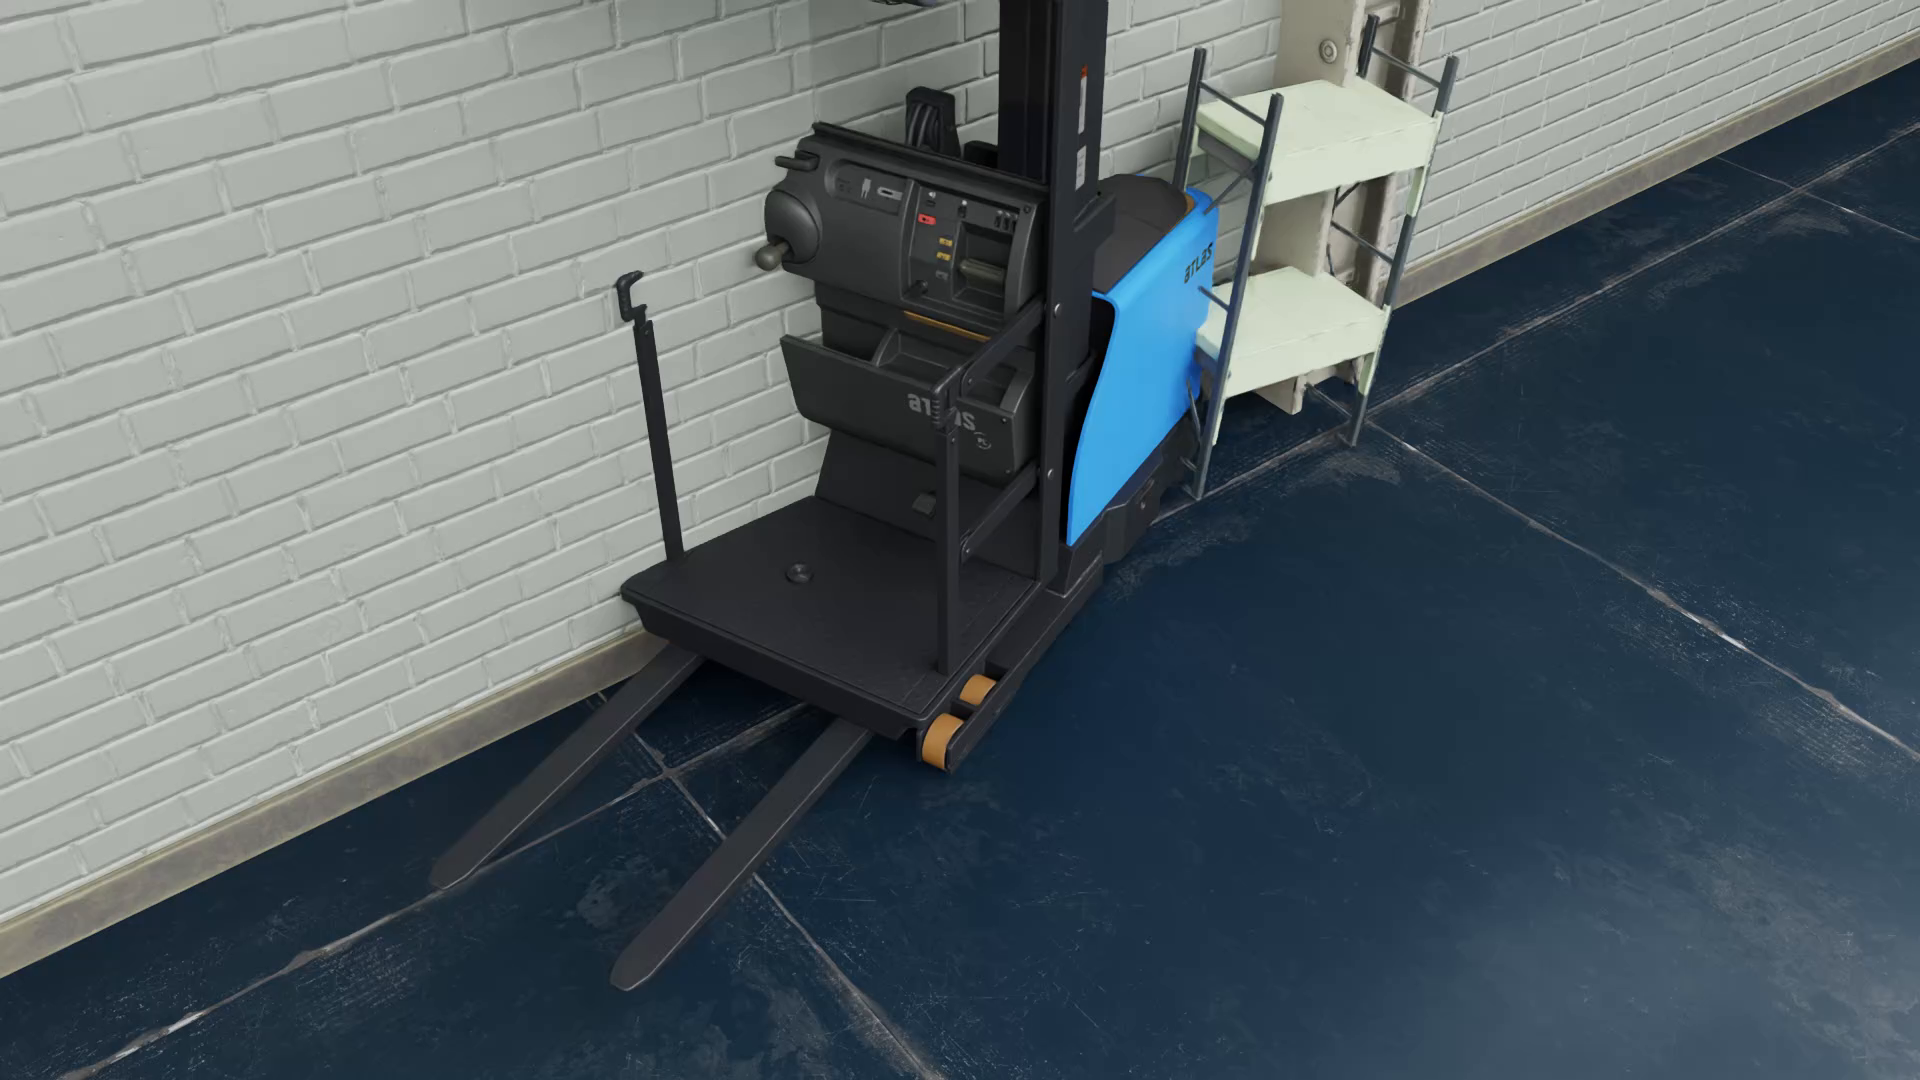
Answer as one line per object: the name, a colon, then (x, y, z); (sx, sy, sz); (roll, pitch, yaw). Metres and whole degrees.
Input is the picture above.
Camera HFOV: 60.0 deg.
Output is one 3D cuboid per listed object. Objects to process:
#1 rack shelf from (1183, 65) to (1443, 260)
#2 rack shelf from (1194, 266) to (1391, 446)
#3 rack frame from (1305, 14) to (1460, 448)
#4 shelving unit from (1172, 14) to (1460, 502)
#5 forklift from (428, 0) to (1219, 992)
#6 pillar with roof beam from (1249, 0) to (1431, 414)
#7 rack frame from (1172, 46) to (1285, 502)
rack shelf: (1.127, -1.241, 5.421); (0.720, 0.370, 0.431); (-18, 44, -27)
rack shelf: (1.074, -0.683, 5.866); (0.720, 0.370, 0.431); (-18, 44, -27)
rack frame: (1.408, -1.041, 5.830); (0.023, 1.500, 0.400); (-18, 44, -27)
shelving unit: (1.098, -0.937, 5.664); (0.755, 1.500, 0.431); (-18, 44, -27)
forklift: (-0.323, -0.791, 4.403); (1.130, 2.935, 3.031); (21, 44, 23)
pillar with roof beam: (3.949, -1.944, 1.024); (0.400, 9.000, 9.100); (-26, 46, -28)
rack frame: (0.789, -0.834, 5.498); (0.023, 1.500, 0.400); (-18, 44, -27)
